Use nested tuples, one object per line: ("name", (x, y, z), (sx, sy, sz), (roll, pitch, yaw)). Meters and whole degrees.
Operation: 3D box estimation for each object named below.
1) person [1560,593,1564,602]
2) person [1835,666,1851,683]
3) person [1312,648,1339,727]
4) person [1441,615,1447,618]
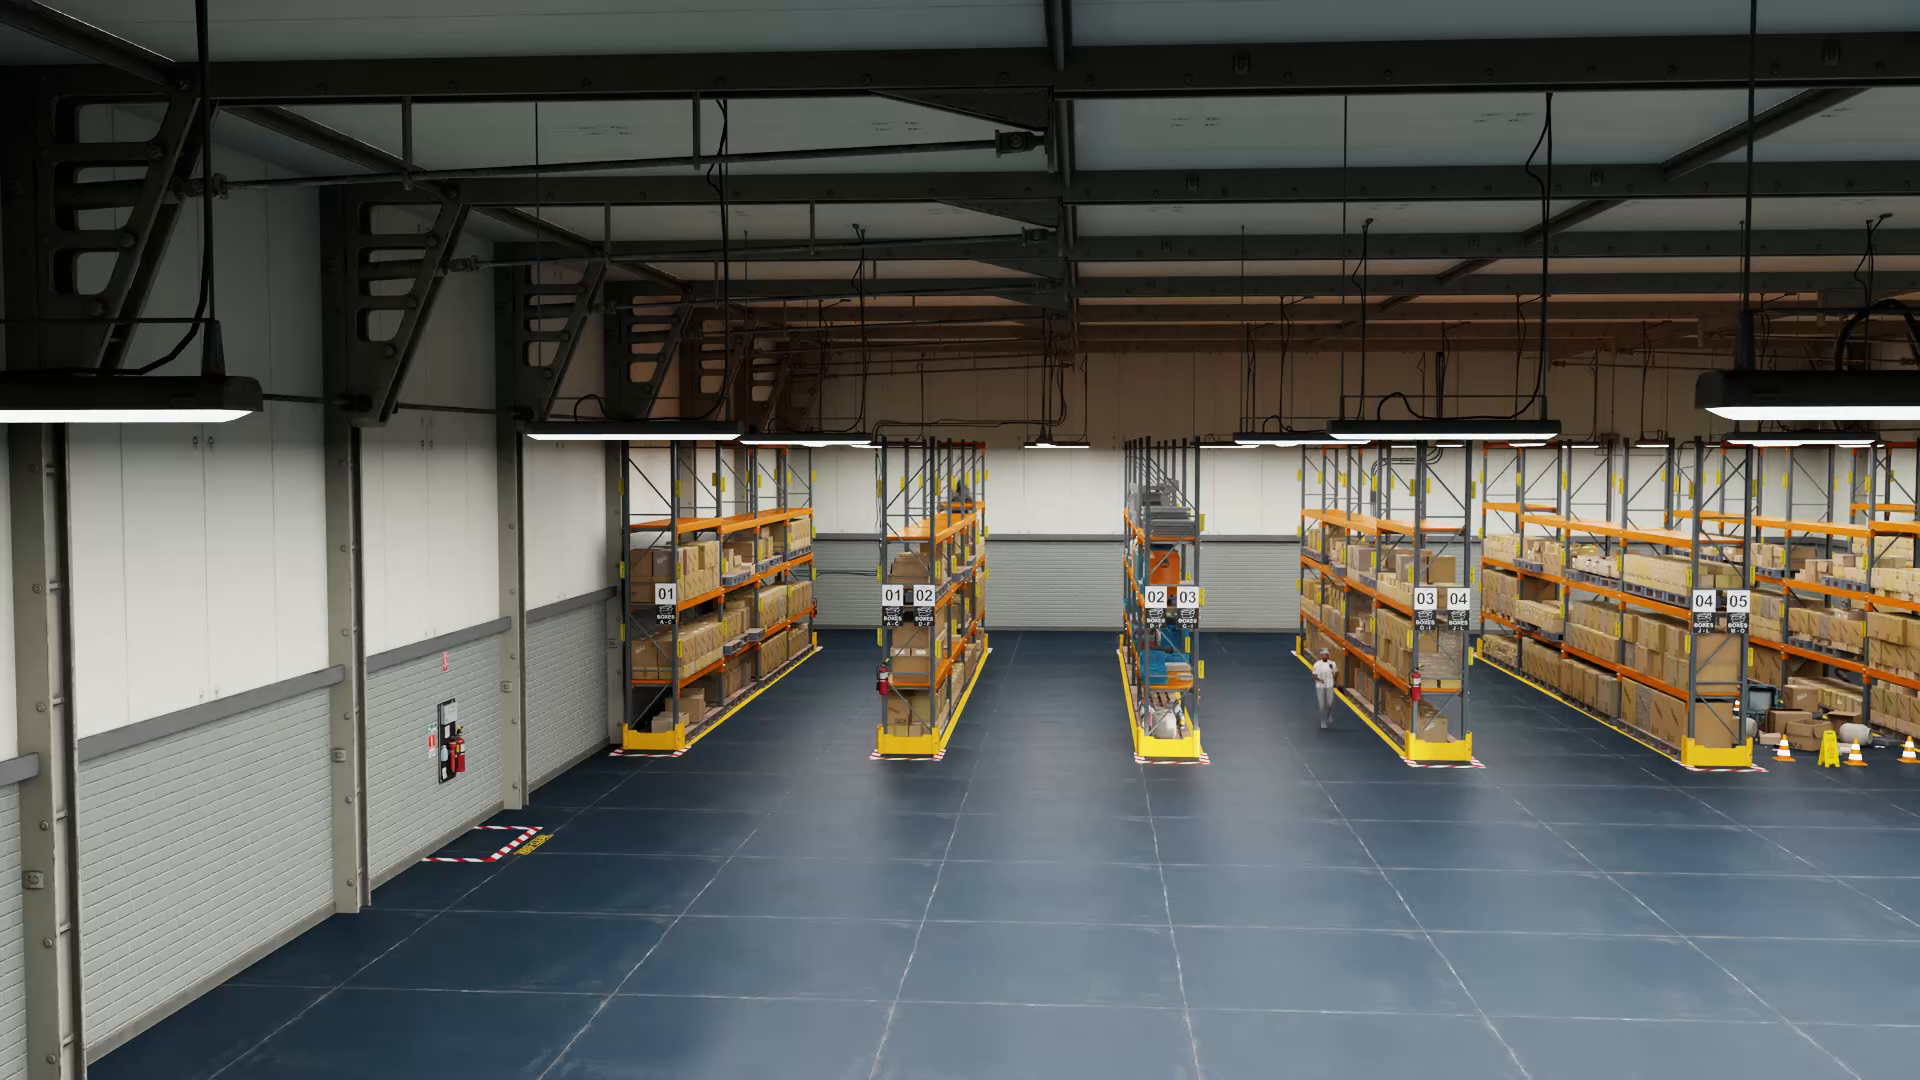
("person", (17.160, 2.307, 47.577), (0.556, 1.741, 0.640), (1, 3, 10))
("person", (21.015, 2.775, 39.390), (0.651, 1.678, 0.619), (0, 3, 9))
("person", (7.564, 3.053, 34.369), (0.560, 1.657, 0.572), (0, 3, 9))
("person", (13.148, 2.503, 45.583), (0.523, 1.592, 0.592), (0, 3, 5))
